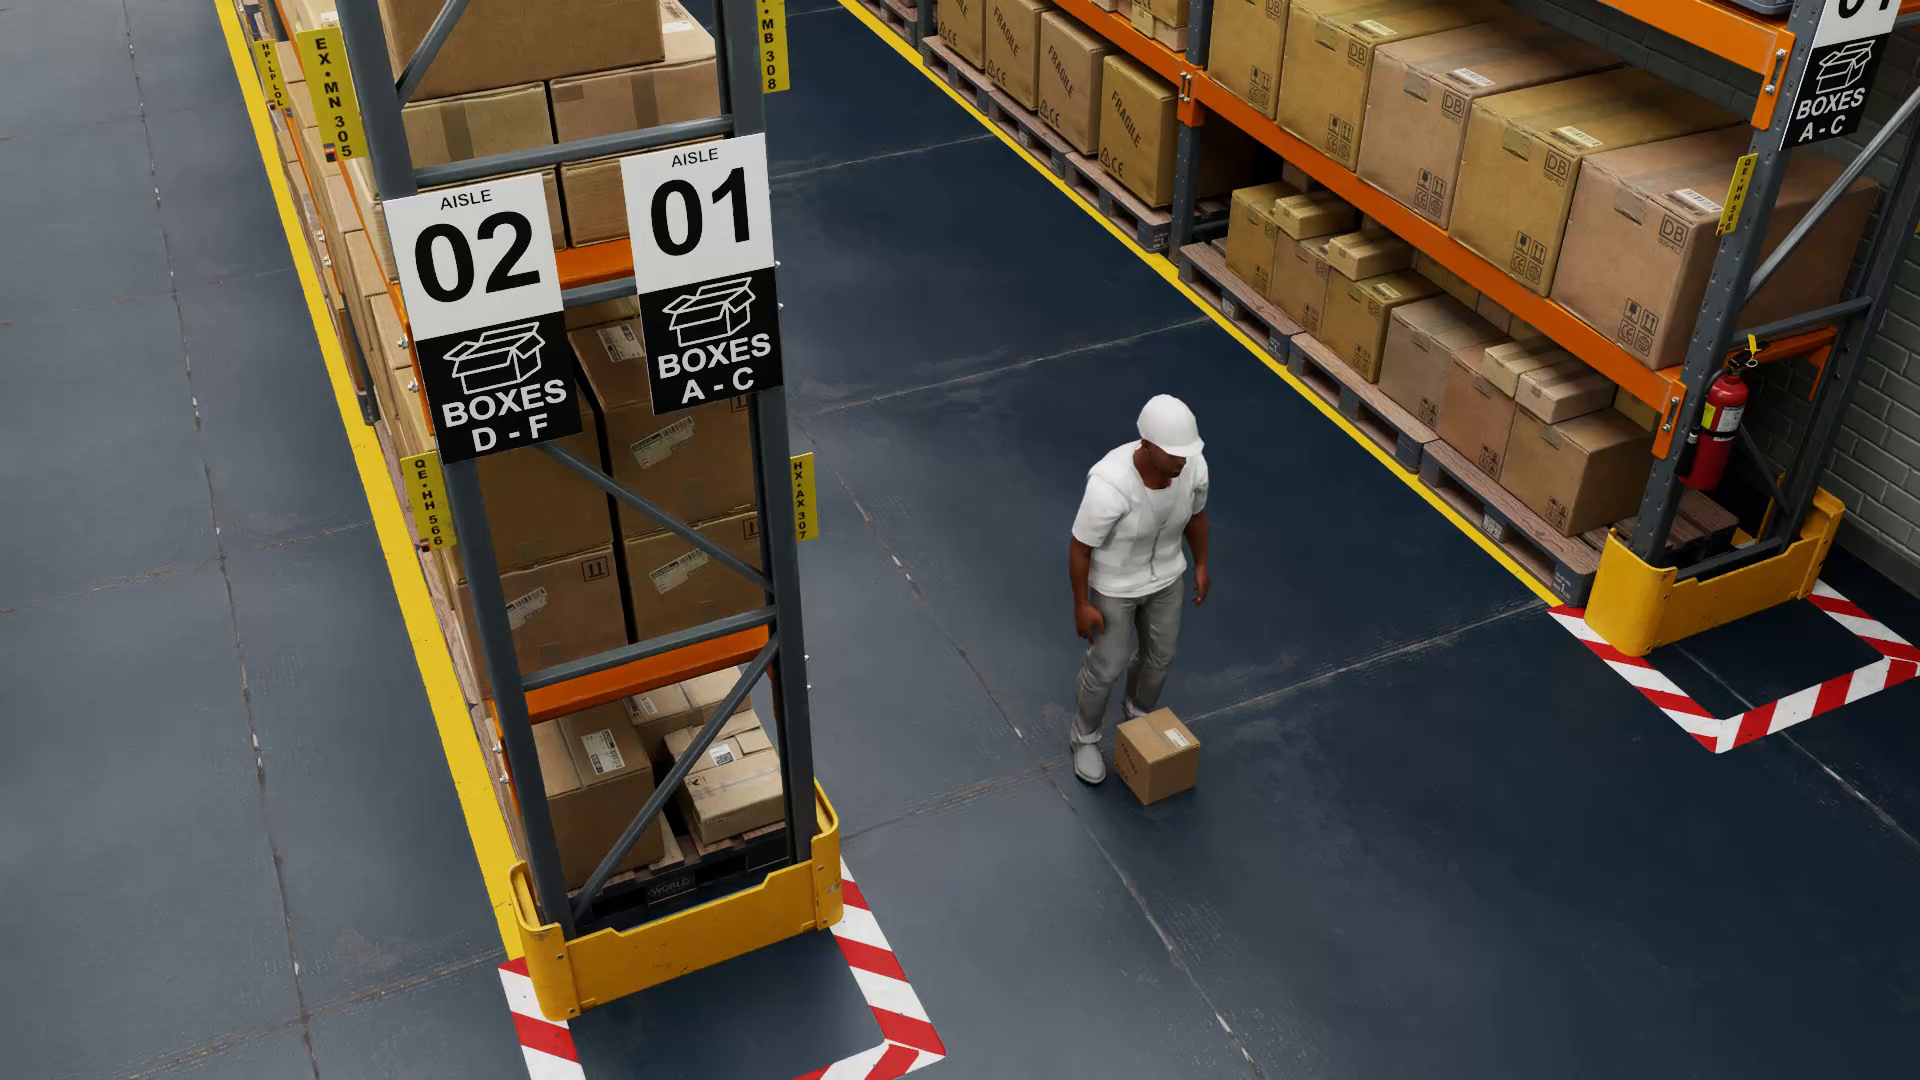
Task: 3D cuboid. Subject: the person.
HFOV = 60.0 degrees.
[{"bbox_3d":[0.718,0.171,6.613,0.636,1.761,0.454,-18,40,-22],"label":"person"}]
